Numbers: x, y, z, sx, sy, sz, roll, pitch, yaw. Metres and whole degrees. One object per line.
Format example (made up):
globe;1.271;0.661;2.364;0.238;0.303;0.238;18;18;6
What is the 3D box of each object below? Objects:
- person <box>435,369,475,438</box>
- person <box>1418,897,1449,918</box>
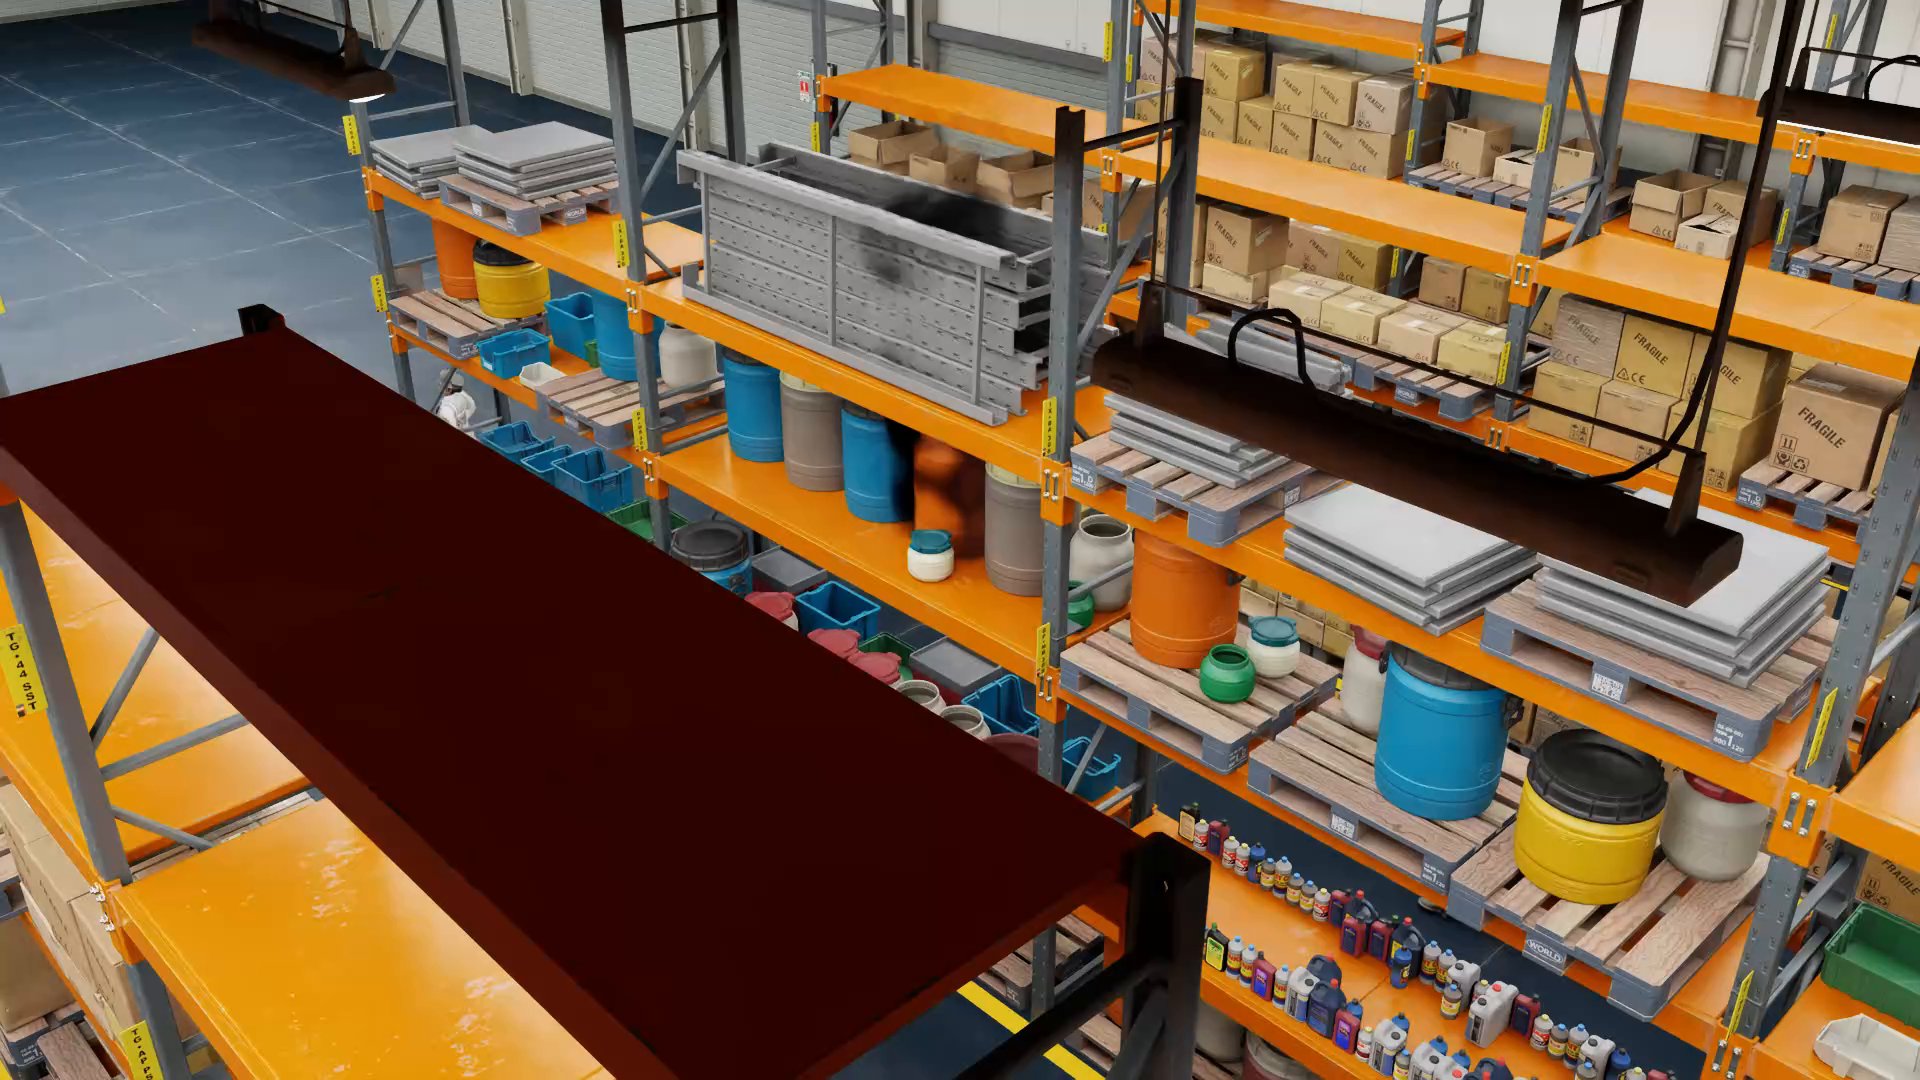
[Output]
person;-5.081;-0.977;16.968;0.571;1.659;0.671;1;28;2
person;3.388;1.893;11.571;0.544;1.655;0.550;22;35;35
